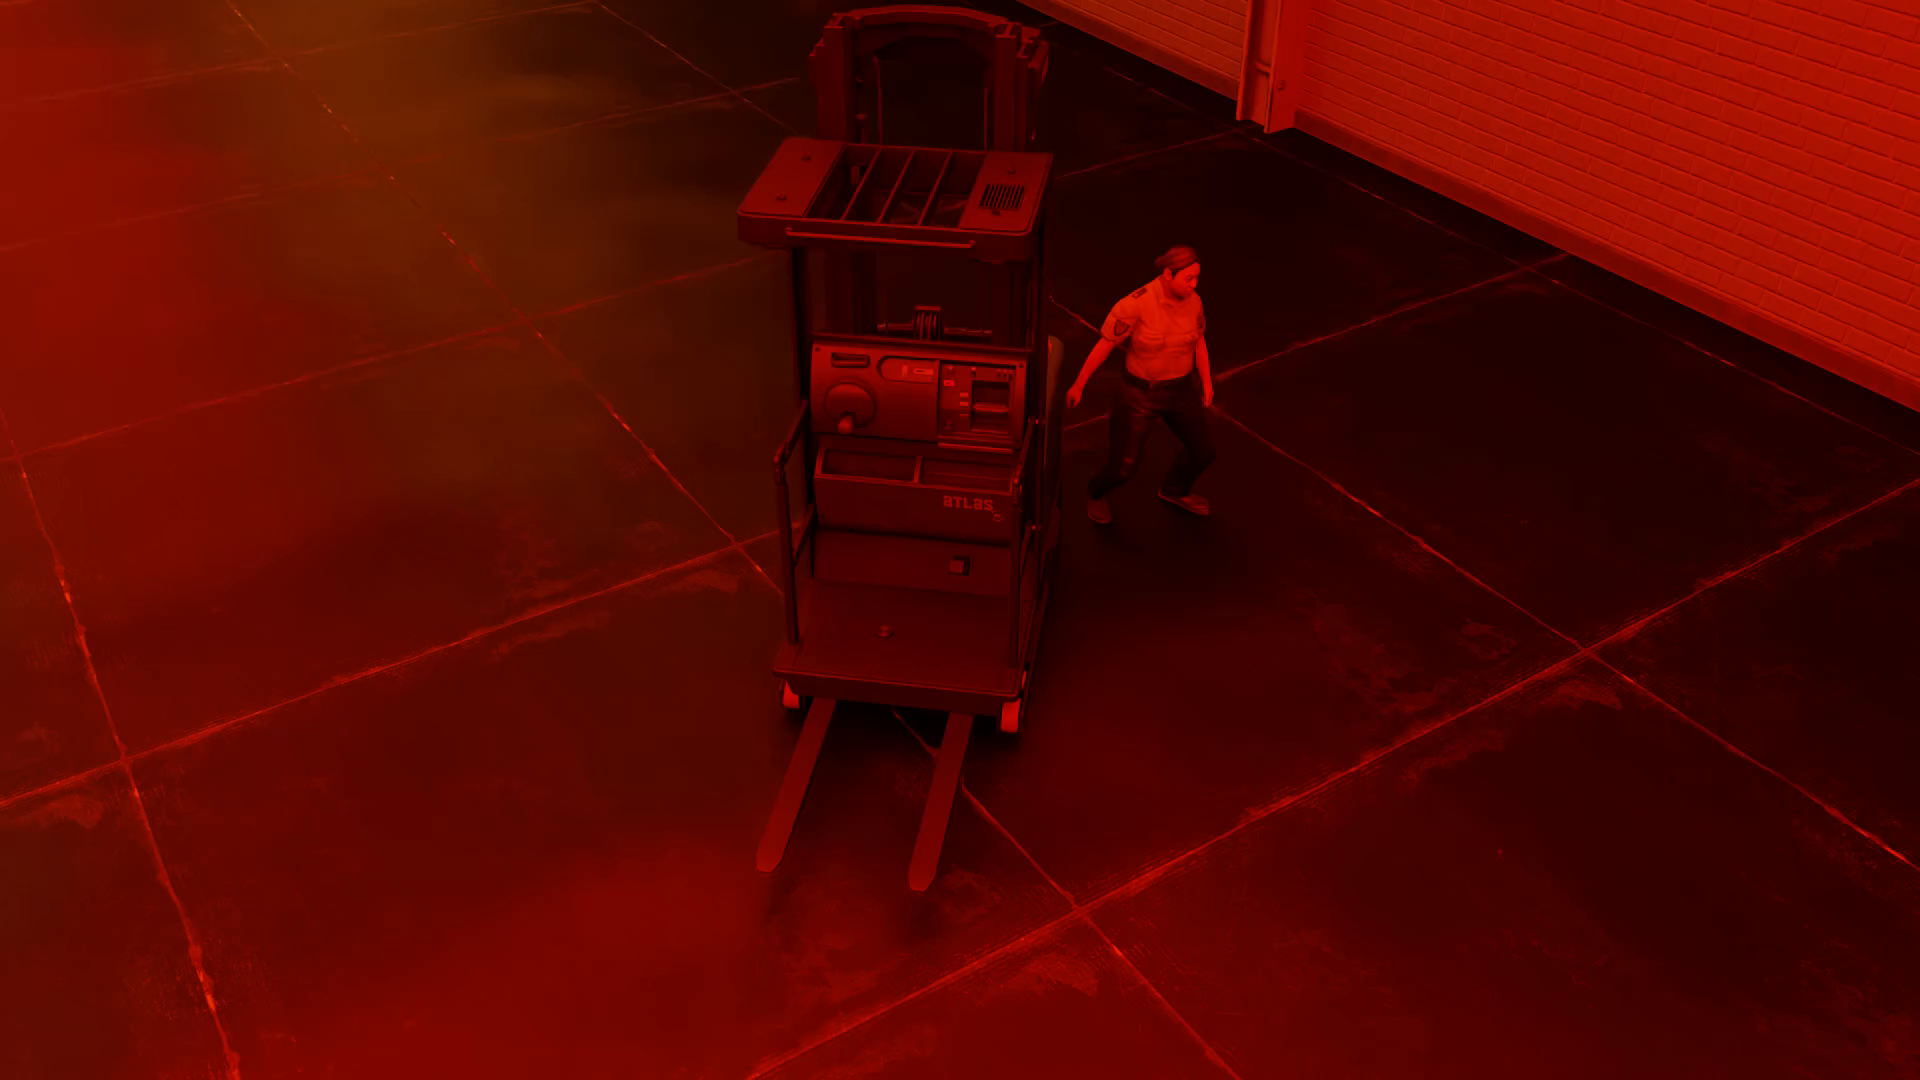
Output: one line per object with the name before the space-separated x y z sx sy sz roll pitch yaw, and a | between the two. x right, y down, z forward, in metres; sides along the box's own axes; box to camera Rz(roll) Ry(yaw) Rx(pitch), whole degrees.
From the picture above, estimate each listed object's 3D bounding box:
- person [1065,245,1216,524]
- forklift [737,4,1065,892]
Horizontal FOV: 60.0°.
person | 0.930 -0.782 8.454 0.816 1.584 0.481 -12 37 -16
forklift | -0.213 -0.556 6.939 1.130 2.935 3.031 5 35 8
